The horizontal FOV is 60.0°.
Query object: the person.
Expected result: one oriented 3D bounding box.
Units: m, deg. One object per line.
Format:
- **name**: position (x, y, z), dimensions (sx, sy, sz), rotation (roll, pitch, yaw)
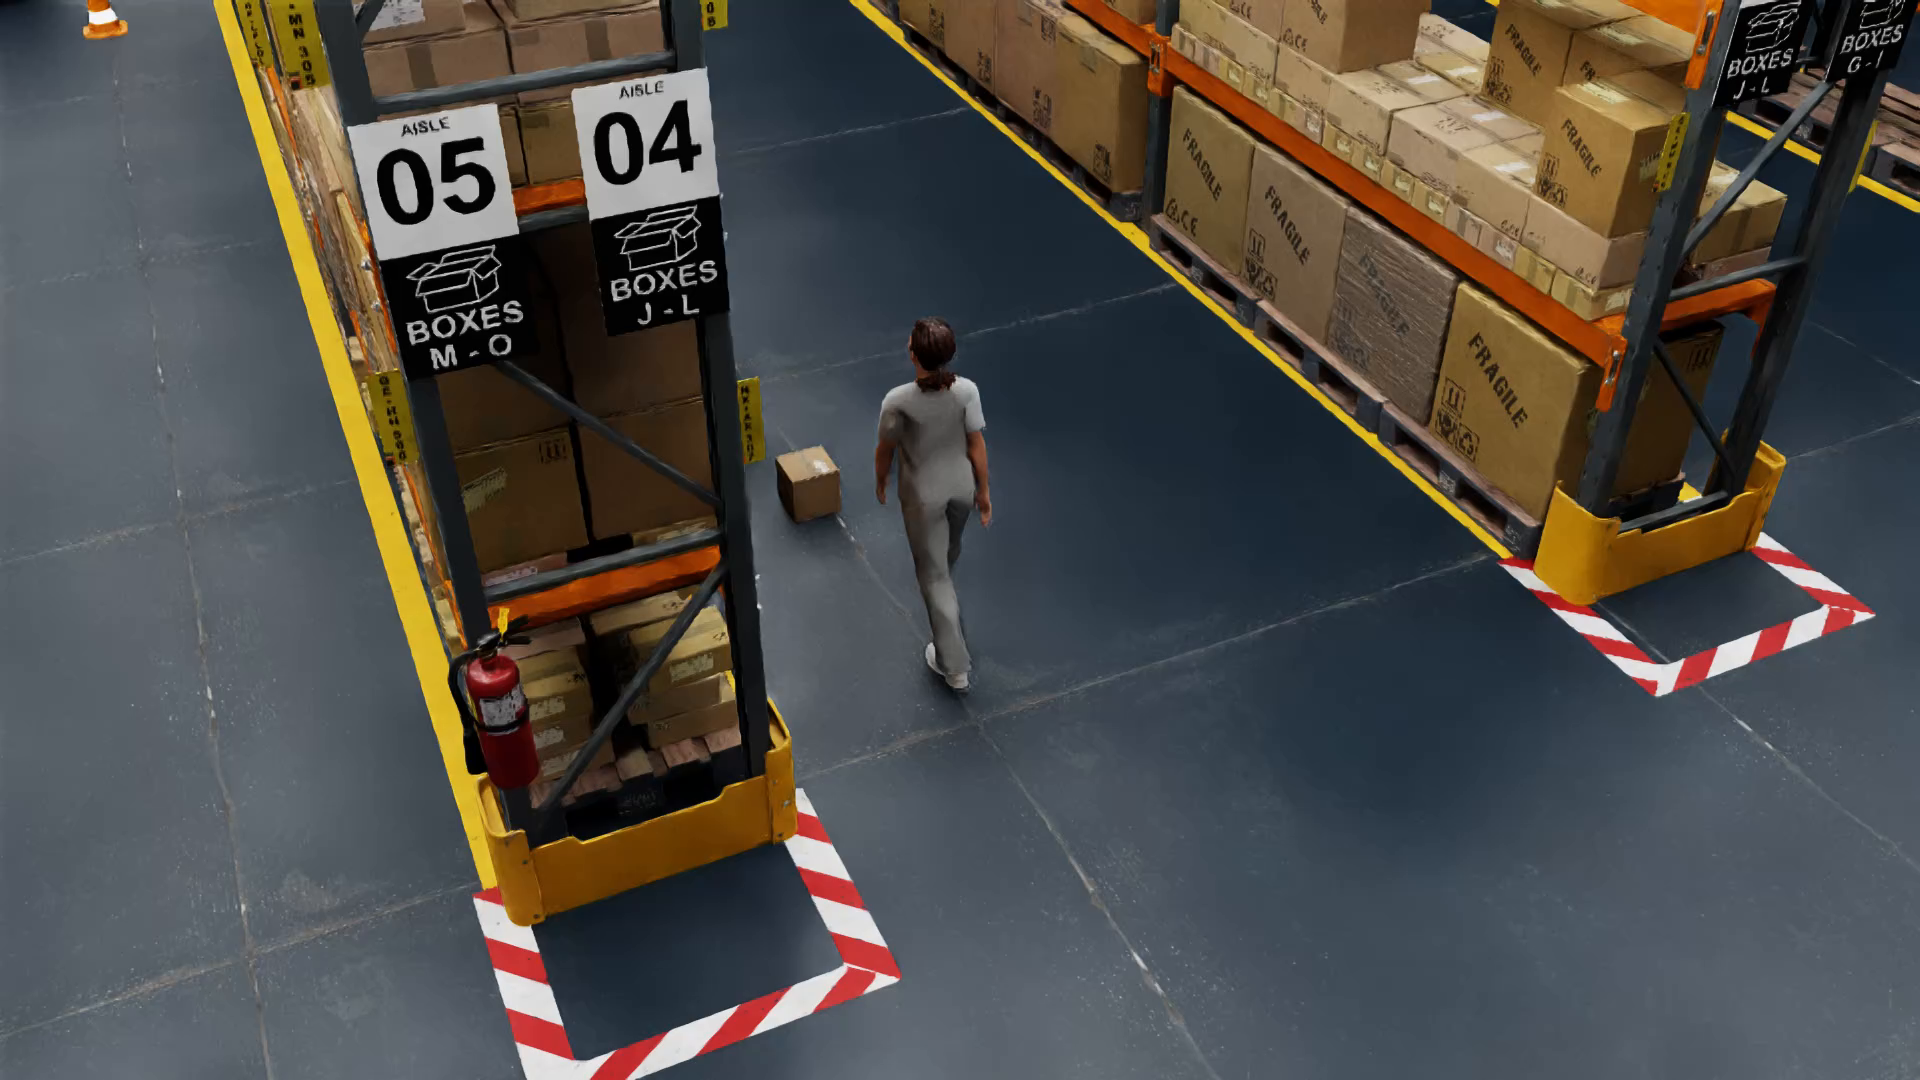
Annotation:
- **person**: position (-0.142, -0.246, 7.182), dimensions (0.455, 1.609, 0.958), rotation (-13, 39, -17)
